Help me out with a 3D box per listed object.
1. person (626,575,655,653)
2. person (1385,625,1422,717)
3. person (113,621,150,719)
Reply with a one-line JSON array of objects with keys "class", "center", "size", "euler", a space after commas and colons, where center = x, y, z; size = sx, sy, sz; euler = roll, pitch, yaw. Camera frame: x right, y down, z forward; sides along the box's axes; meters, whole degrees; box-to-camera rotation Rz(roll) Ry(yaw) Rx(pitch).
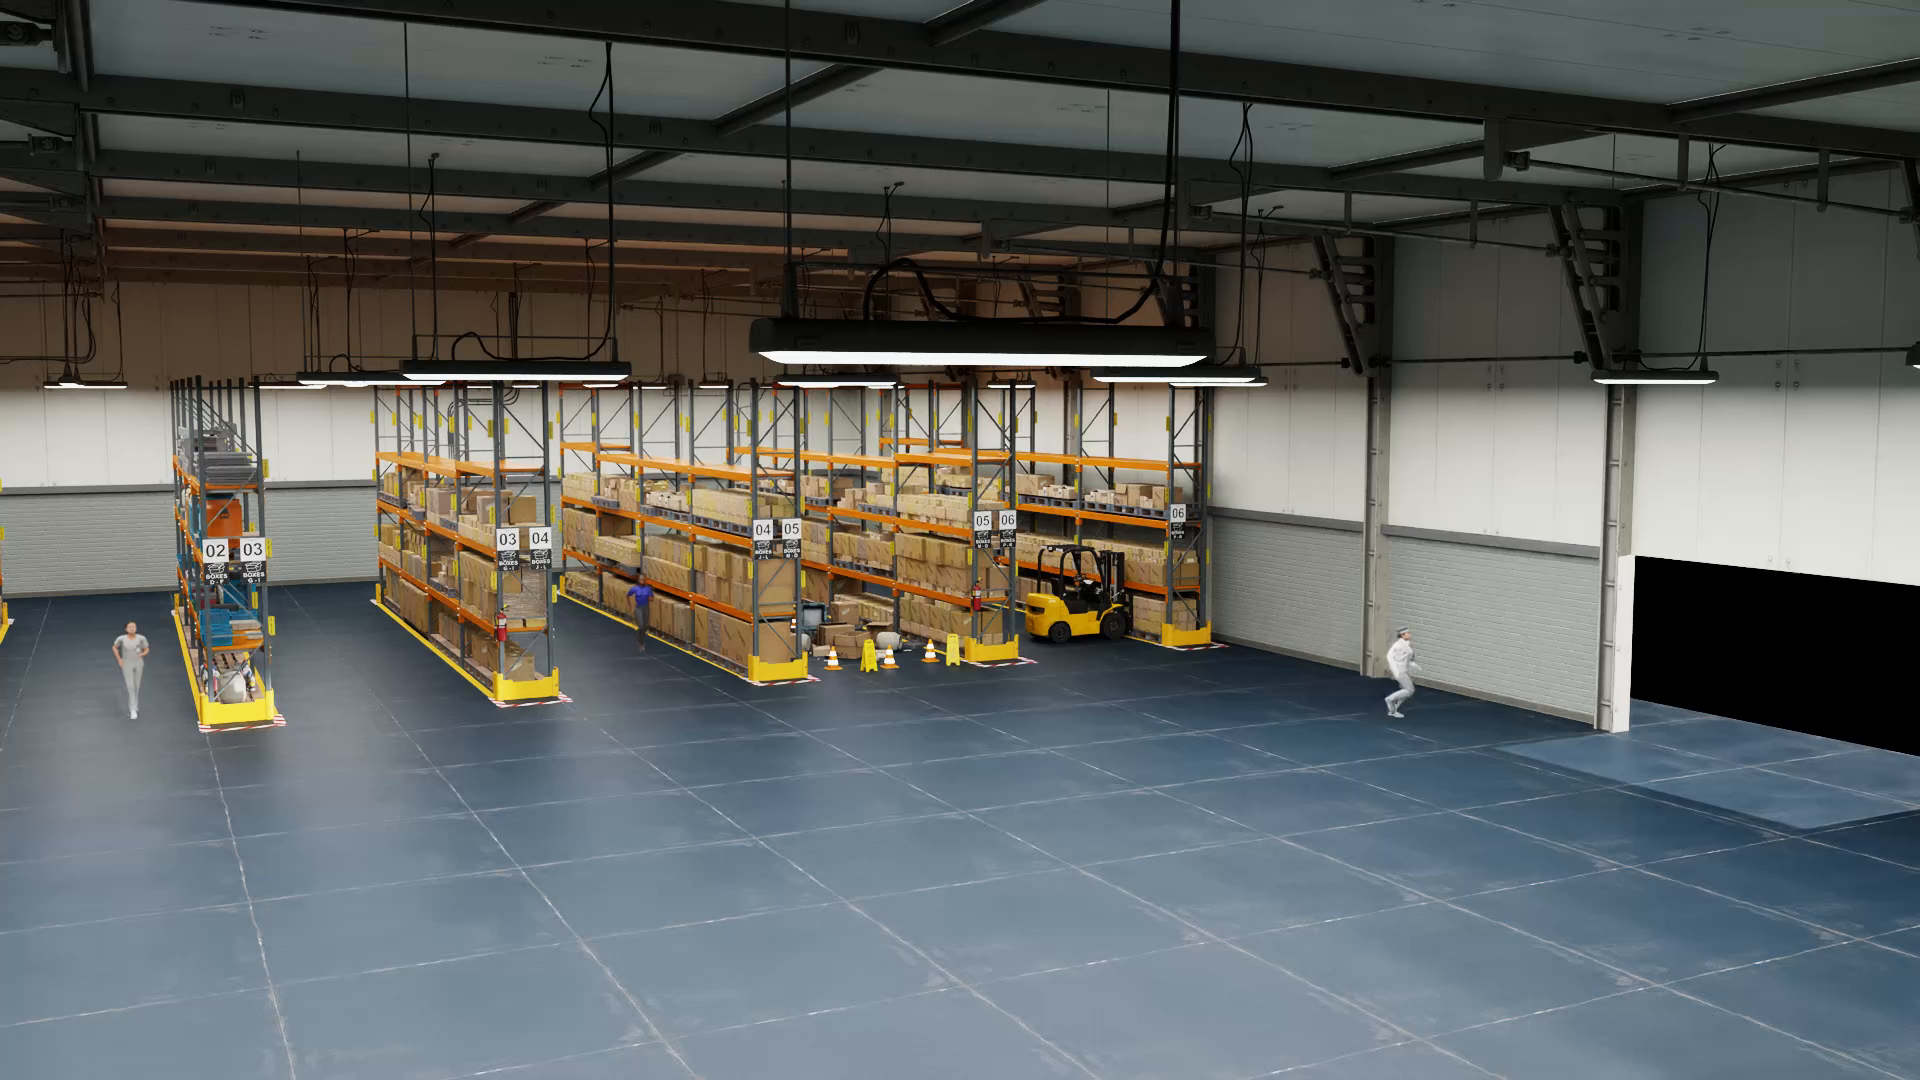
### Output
[{"class": "person", "center": [-7.057, 1.627, 36.869], "size": [0.544, 1.711, 0.763], "euler": [-3, 6, -34]}, {"class": "person", "center": [7.802, 2.309, 29.226], "size": [0.575, 1.645, 0.602], "euler": [3, 6, 33]}, {"class": "person", "center": [-14.627, 2.262, 29.405], "size": [0.556, 1.699, 0.836], "euler": [-4, 6, -36]}]
